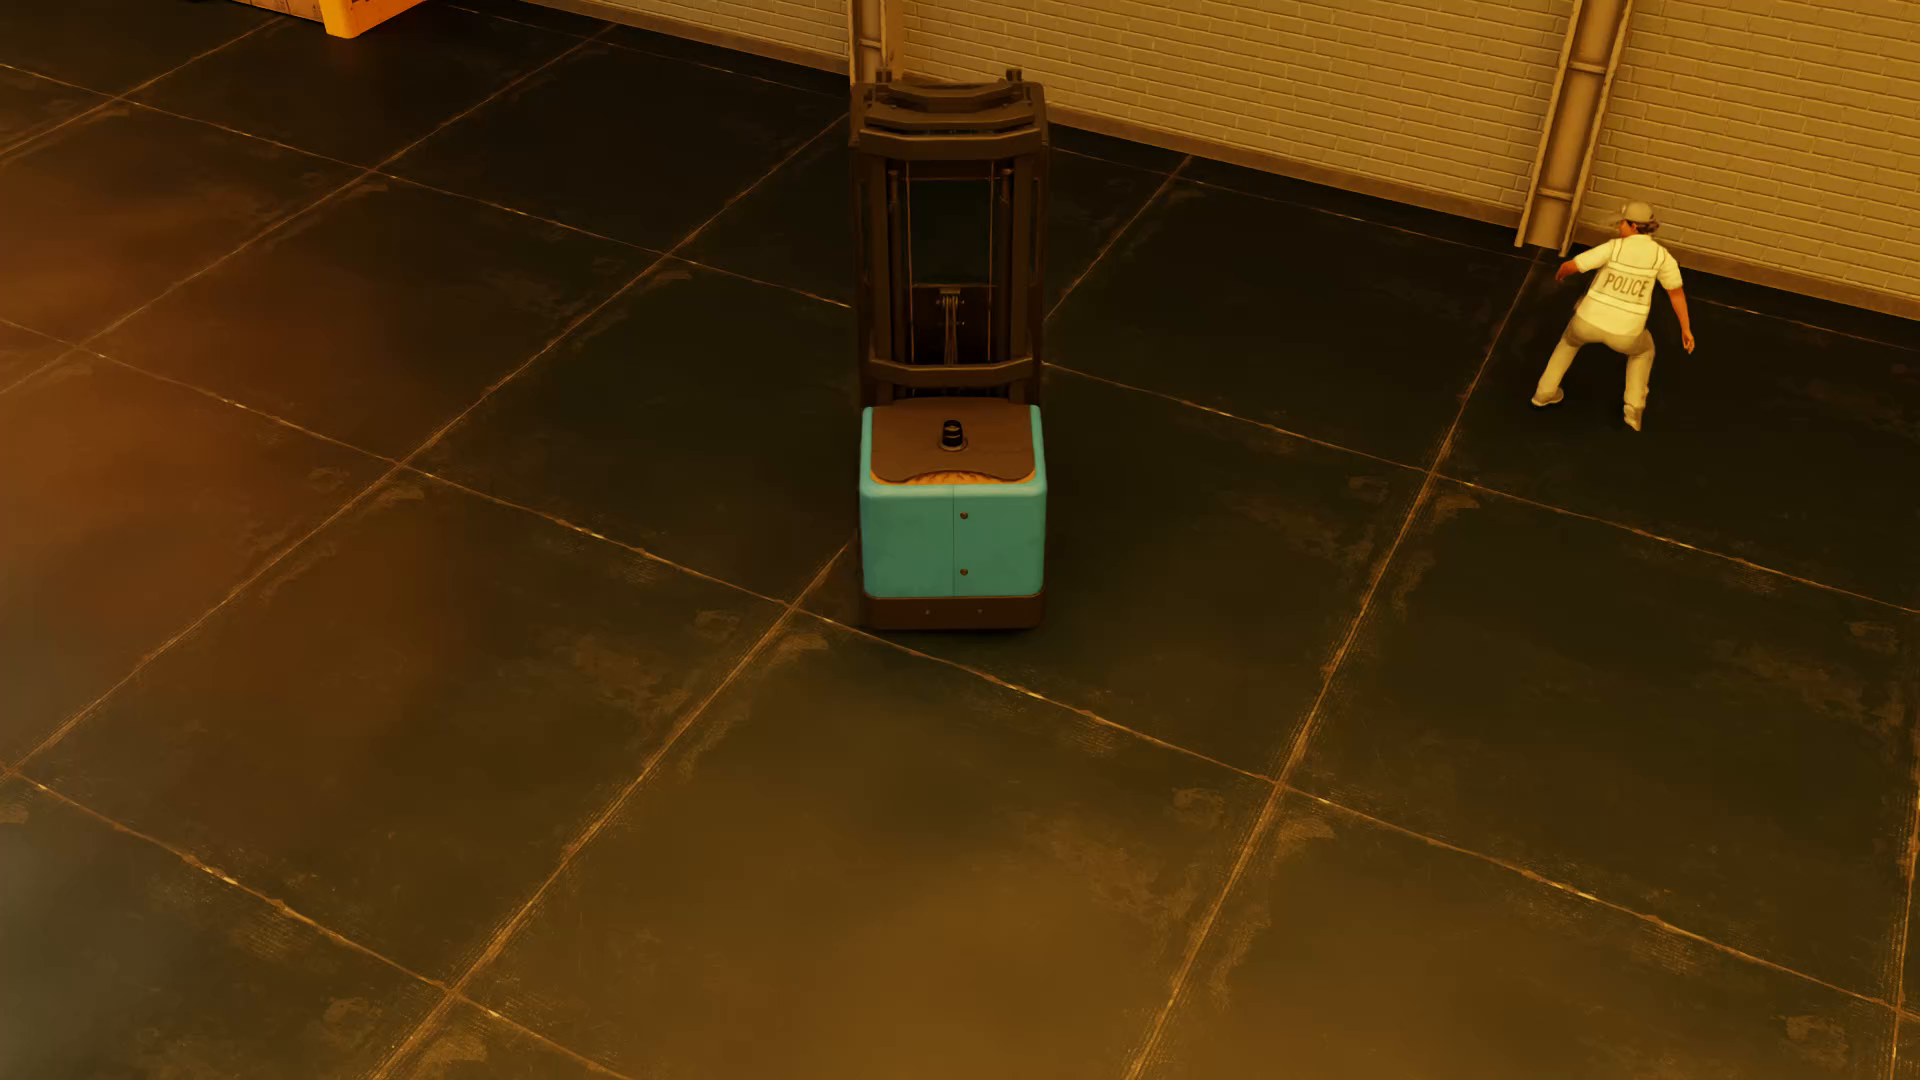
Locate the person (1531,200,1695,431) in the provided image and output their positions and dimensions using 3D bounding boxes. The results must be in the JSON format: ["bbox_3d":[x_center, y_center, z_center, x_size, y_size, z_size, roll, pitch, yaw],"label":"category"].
[{"bbox_3d":[4.308,-1.420,10.855,0.936,1.567,0.520,15,43,18],"label":"person"}]

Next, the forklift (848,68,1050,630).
[{"bbox_3d":[-0.065,-1.530,9.803,1.130,2.935,3.031,-1,40,-1],"label":"forklift"}]
